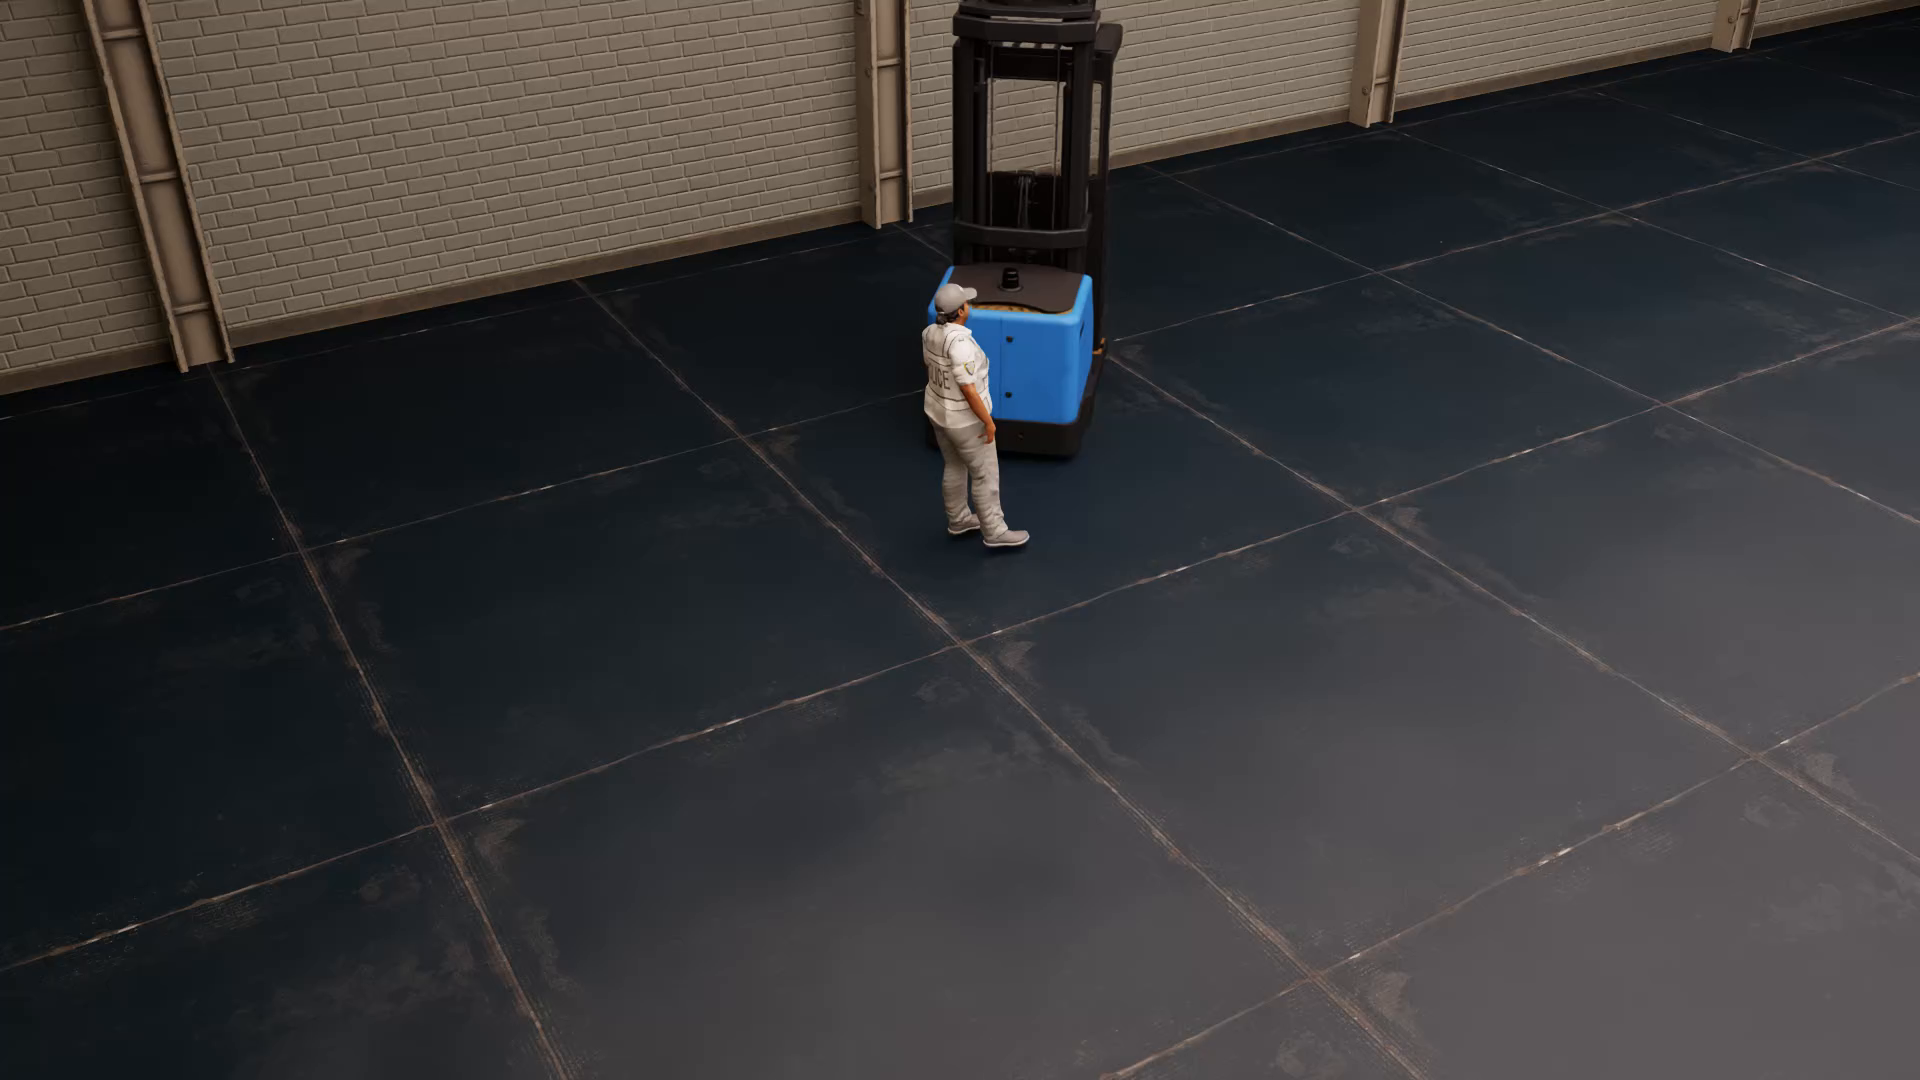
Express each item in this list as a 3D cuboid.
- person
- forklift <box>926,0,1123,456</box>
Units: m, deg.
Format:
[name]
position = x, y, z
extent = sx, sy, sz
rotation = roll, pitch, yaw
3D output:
[person]
position = 0.077, -0.766, 10.065
extent = 0.529, 1.669, 0.599
rotation = -17, 35, -26
[forklift]
position = 0.537, -2.572, 11.942
extent = 1.130, 2.935, 3.031
rotation = 5, 31, 9
